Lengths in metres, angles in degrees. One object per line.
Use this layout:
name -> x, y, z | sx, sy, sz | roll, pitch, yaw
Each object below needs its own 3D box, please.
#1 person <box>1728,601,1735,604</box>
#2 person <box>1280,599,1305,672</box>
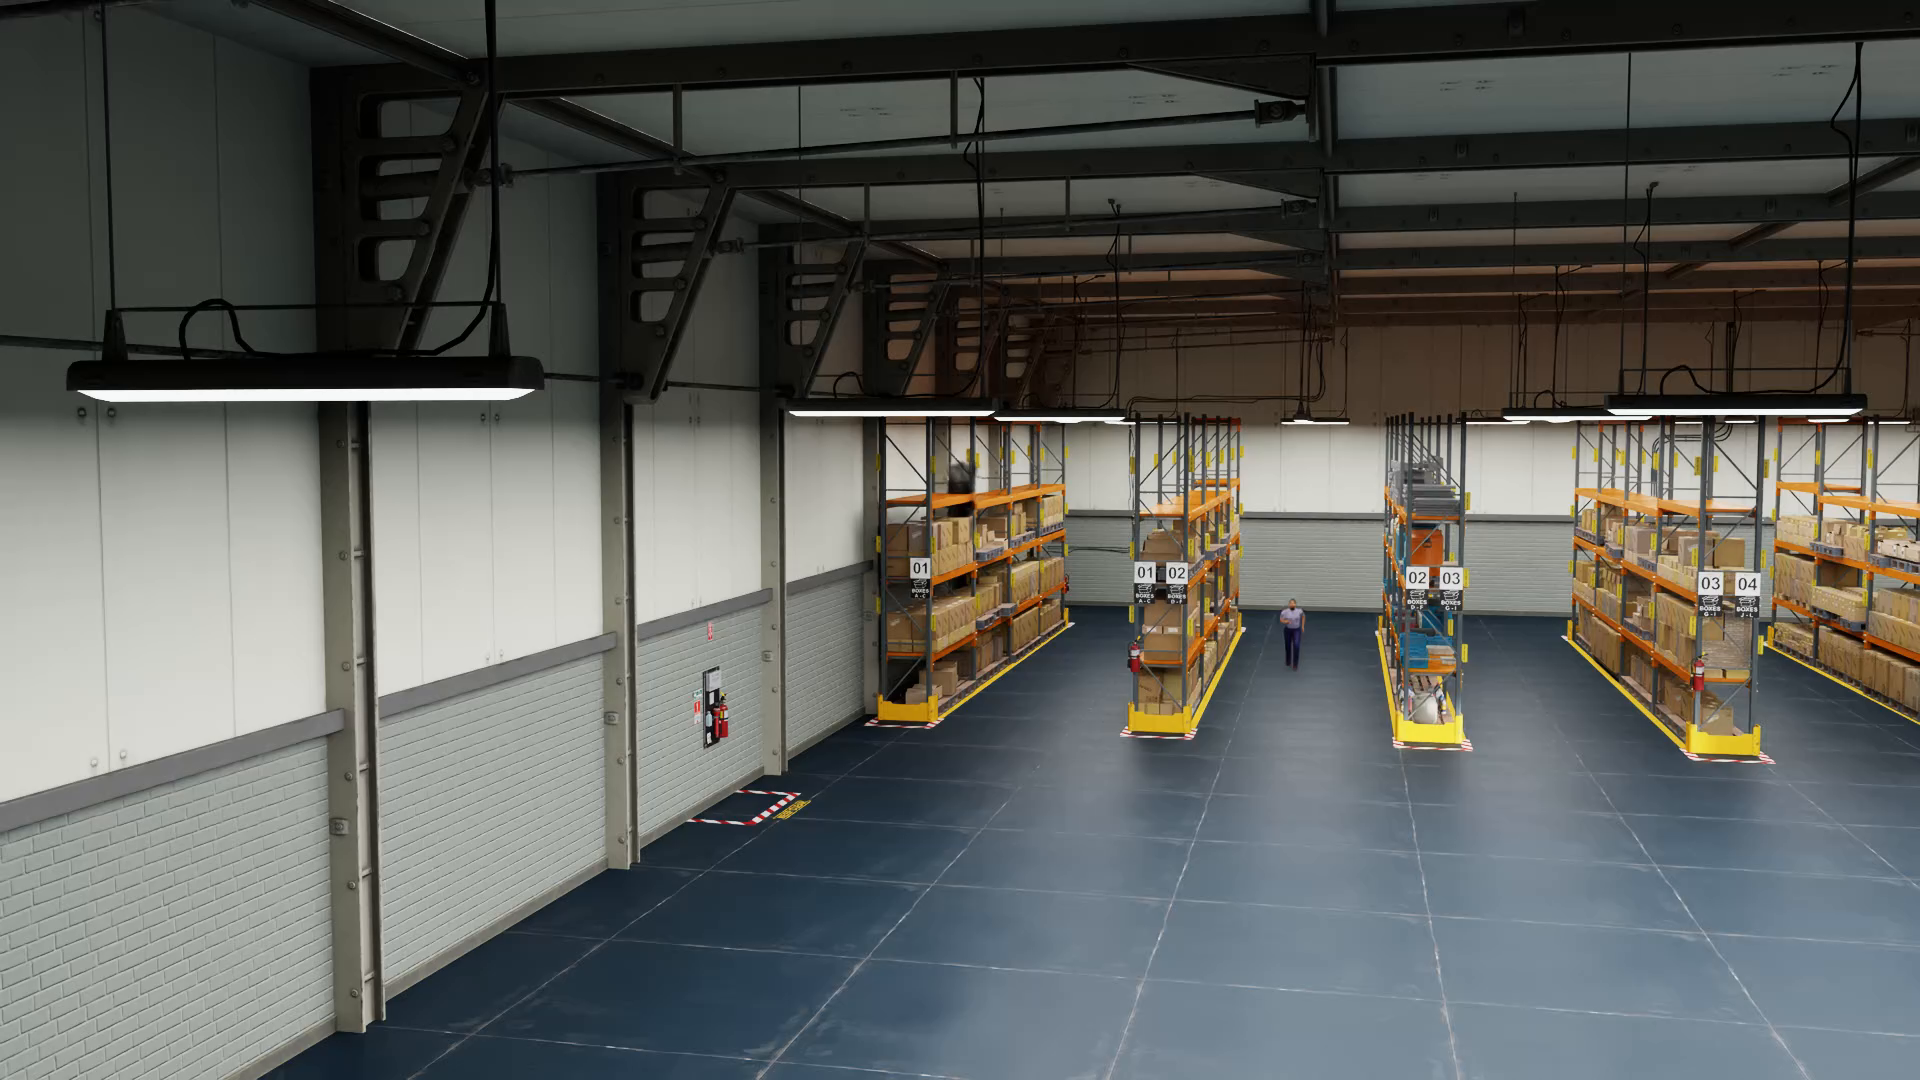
person -> 19.610, 2.020, 41.831 | 0.663, 1.824, 0.860 | 1, 4, 16
person -> 7.877, 2.226, 39.427 | 0.594, 1.695, 0.852 | 1, 4, 10
